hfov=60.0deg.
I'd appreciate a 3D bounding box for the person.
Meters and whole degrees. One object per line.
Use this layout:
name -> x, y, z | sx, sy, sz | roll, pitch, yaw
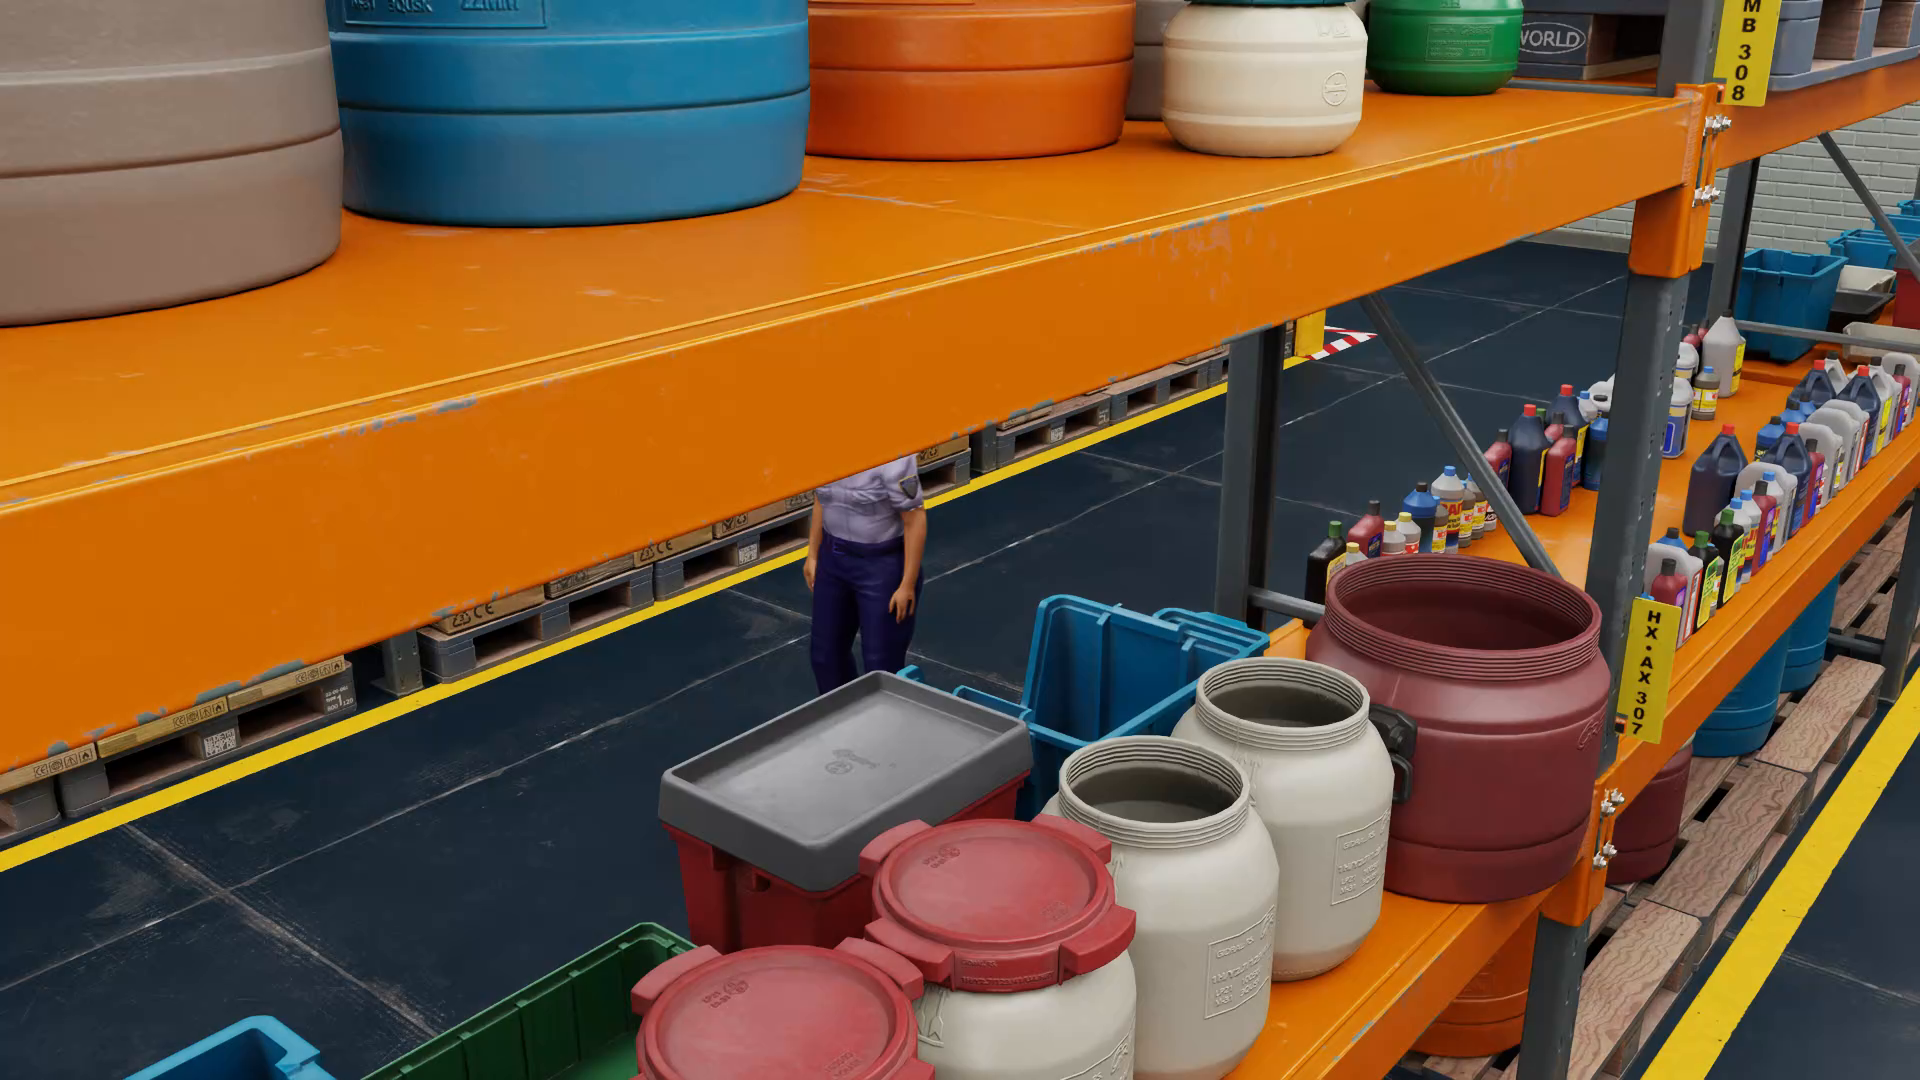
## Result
person -> -0.365, 0.127, 6.244 | 0.547, 1.651, 0.367 | 15, 25, 36
